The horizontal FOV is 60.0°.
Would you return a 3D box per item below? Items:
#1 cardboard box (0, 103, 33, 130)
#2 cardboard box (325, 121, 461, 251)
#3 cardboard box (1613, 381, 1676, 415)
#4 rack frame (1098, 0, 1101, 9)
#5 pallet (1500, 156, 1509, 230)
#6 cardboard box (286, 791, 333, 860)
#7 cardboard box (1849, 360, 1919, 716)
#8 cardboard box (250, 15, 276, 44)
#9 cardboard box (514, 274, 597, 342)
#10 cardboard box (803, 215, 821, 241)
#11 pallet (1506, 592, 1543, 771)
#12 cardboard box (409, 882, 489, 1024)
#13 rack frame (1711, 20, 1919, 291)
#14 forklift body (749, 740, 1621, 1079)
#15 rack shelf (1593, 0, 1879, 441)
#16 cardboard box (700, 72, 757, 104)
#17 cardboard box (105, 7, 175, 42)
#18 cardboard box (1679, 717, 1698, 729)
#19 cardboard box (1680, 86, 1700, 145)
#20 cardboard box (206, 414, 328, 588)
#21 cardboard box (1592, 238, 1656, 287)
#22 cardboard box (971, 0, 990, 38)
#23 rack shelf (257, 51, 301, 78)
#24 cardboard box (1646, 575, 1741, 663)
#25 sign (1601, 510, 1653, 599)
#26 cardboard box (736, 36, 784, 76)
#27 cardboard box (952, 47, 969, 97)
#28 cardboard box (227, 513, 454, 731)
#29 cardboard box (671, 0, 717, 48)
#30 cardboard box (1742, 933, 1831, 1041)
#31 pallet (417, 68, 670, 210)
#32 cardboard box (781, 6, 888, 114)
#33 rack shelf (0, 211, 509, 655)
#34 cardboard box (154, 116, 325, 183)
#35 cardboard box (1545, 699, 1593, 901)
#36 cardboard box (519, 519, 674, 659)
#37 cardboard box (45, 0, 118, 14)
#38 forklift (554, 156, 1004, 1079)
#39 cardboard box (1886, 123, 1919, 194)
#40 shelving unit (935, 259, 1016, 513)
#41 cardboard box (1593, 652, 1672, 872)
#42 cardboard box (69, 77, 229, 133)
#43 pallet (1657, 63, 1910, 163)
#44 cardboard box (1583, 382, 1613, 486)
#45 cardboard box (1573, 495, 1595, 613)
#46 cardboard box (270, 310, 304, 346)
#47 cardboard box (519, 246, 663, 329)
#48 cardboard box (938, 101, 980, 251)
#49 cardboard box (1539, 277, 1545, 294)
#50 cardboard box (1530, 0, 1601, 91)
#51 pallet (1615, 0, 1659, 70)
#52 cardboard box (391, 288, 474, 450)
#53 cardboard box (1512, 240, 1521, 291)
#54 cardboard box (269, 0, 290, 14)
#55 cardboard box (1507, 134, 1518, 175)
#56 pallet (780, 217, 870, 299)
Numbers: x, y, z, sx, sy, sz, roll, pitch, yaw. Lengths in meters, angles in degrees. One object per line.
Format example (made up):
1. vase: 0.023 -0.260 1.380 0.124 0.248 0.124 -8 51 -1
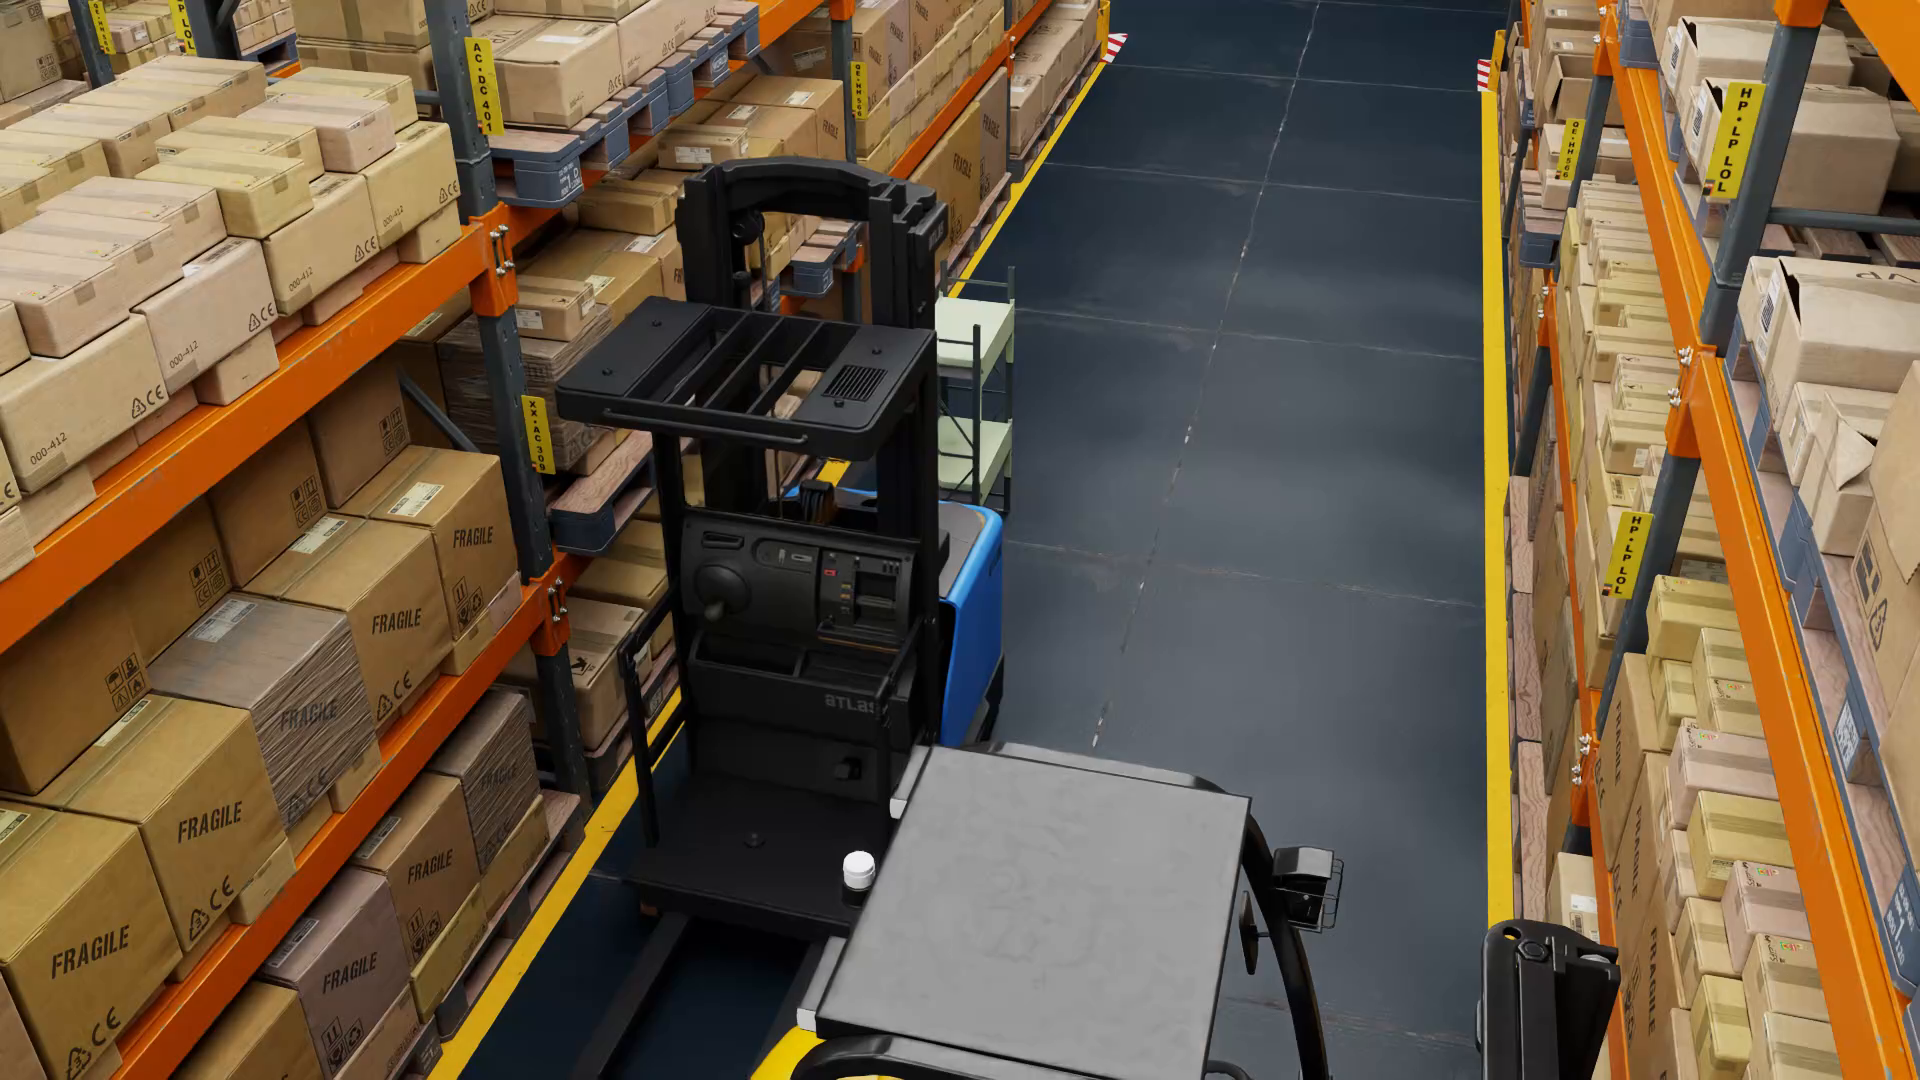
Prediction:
1. cardboard box: -5.899 -2.310 9.994 0.500 0.500 0.500 8 33 12
2. cardboard box: -1.970 -1.161 5.346 0.500 0.250 0.500 8 33 12
3. cardboard box: 2.782 -0.487 6.522 0.380 0.149 0.250 7 33 11
4. rack frame: 0.927 -6.326 16.405 1.000 3.000 0.127 8 33 12
5. pallet: 4.889 -2.756 13.389 1.003 0.211 1.213 8 33 12
6. cardboard box: -2.254 0.871 5.317 0.380 0.149 0.250 7 33 12
7. cardboard box: 2.087 0.042 3.011 0.797 0.503 0.637 9 34 14
8. cardboard box: -5.273 -3.761 12.212 0.380 0.149 0.250 8 33 13
9. cardboard box: -1.657 -0.914 6.525 0.380 0.149 0.250 8 33 12
10. cardboard box: -0.977 -1.758 9.062 0.380 0.149 0.250 8 33 12
11. pallet: 3.141 0.729 7.907 1.003 0.211 1.213 8 33 12
12. cardboard box: -2.134 1.505 6.258 0.500 0.250 0.500 7 33 11
13. rack frame: 2.684 -1.957 3.941 1.000 3.000 0.127 8 33 12
14. forklift body: 0.385 1.776 4.451 2.313 2.155 1.214 8 33 12
15. rack shelf: 3.191 -1.425 6.571 1.077 0.370 4.000 8 33 12
16. cardboard box: -1.441 -2.318 9.338 0.500 0.500 0.500 7 33 11
17. cardboard box: -5.547 -3.472 11.204 0.380 0.149 0.250 7 33 11
18. cardboard box: 2.245 0.662 4.715 0.380 0.149 0.250 8 33 12
19. cardboard box: 2.669 -1.417 5.636 0.380 0.149 0.250 8 33 12
20. cardboard box: -2.590 -0.228 5.510 0.700 0.500 0.500 8 33 13
21. cardboard box: 3.172 -1.279 7.768 0.380 0.149 0.250 8 33 13
22. cardboard box: -0.084 -3.876 12.225 0.500 0.250 0.500 9 33 14
23. rack shelf: -5.409 -3.531 12.678 1.077 0.370 4.000 8 33 12
24. cardboard box: 2.316 0.258 5.073 0.380 0.149 0.250 9 33 13
25. sign: 2.157 0.051 5.369 0.100 0.325 0.005 8 33 12
26. cardboard box: -1.225 -2.943 10.058 0.500 0.500 0.500 7 33 11
27. cardboard box: -0.235 -3.397 11.937 0.500 0.250 0.500 7 33 11
28. cardboard box: -2.115 0.266 5.666 0.500 0.500 0.500 9 34 14
29. cardboard box: -1.348 -2.255 6.954 0.500 0.250 0.500 8 33 12
30. cardboard box: 2.020 1.069 3.797 0.380 0.149 0.250 8 33 13
31. pallet: -1.859 -1.592 6.337 1.213 0.211 1.003 8 33 12
32. cardboard box: -0.741 -2.862 9.930 0.500 0.500 0.500 7 33 11
33. rack shelf: -2.626 -0.024 4.366 1.077 0.370 4.000 8 33 12
34. cardboard box: -2.132 -1.133 4.931 0.380 0.149 0.250 9 33 14
35. cardboard box: 2.805 1.127 6.503 0.875 0.625 0.625 9 34 15
36. cardboard box: -1.808 0.186 8.219 0.950 0.372 0.625 10 34 15
37. cardboard box: -6.104 -3.701 11.565 0.380 0.149 0.250 9 34 14
38. forklift: -0.683 0.219 6.174 1.130 2.935 3.031 9 33 13
39. cardboard box: 3.089 -1.218 5.324 0.380 0.149 0.250 8 33 12
40. shelving unit: -0.002 -0.629 8.842 0.431 1.500 0.755 8 33 12
41. cardboard box: 2.319 0.727 5.217 0.500 0.500 0.500 7 33 11
42. cardboard box: -2.552 -1.338 5.253 0.380 0.149 0.250 9 34 14
43. pallet: 3.332 -1.742 6.575 1.003 0.211 1.213 10 34 15
44. cardboard box: 2.820 -0.395 6.749 0.500 0.250 0.500 9 33 13
45. cardboard box: 2.681 0.079 6.469 0.500 0.250 0.500 8 33 12
46. cardboard box: -2.204 -0.674 4.952 0.380 0.149 0.250 7 33 11
47. cardboard box: -1.595 -0.908 7.121 0.500 0.500 0.500 8 33 13
48. cardboard box: -0.390 -2.729 12.335 0.875 0.875 0.875 9 34 14
49. cardboard box: 3.728 -1.464 10.091 0.380 0.149 0.250 7 33 11
50. cardboard box: 4.243 -3.307 11.171 0.700 0.500 0.500 8 33 13
51. pallet: 3.613 -2.323 7.488 1.213 0.211 1.003 10 34 15
52. cardboard box: -2.223 -0.715 6.817 0.500 0.500 0.500 7 33 11
53. cardboard box: 4.117 -1.943 11.448 0.500 0.500 0.500 7 33 11
54. cardboard box: -5.210 -4.026 12.352 0.380 0.149 0.250 9 34 14
55. cardboard box: 4.662 -3.115 13.510 0.396 0.266 0.258 9 34 14
56. pallet: -1.181 -1.710 9.322 1.213 0.211 1.003 8 33 12
